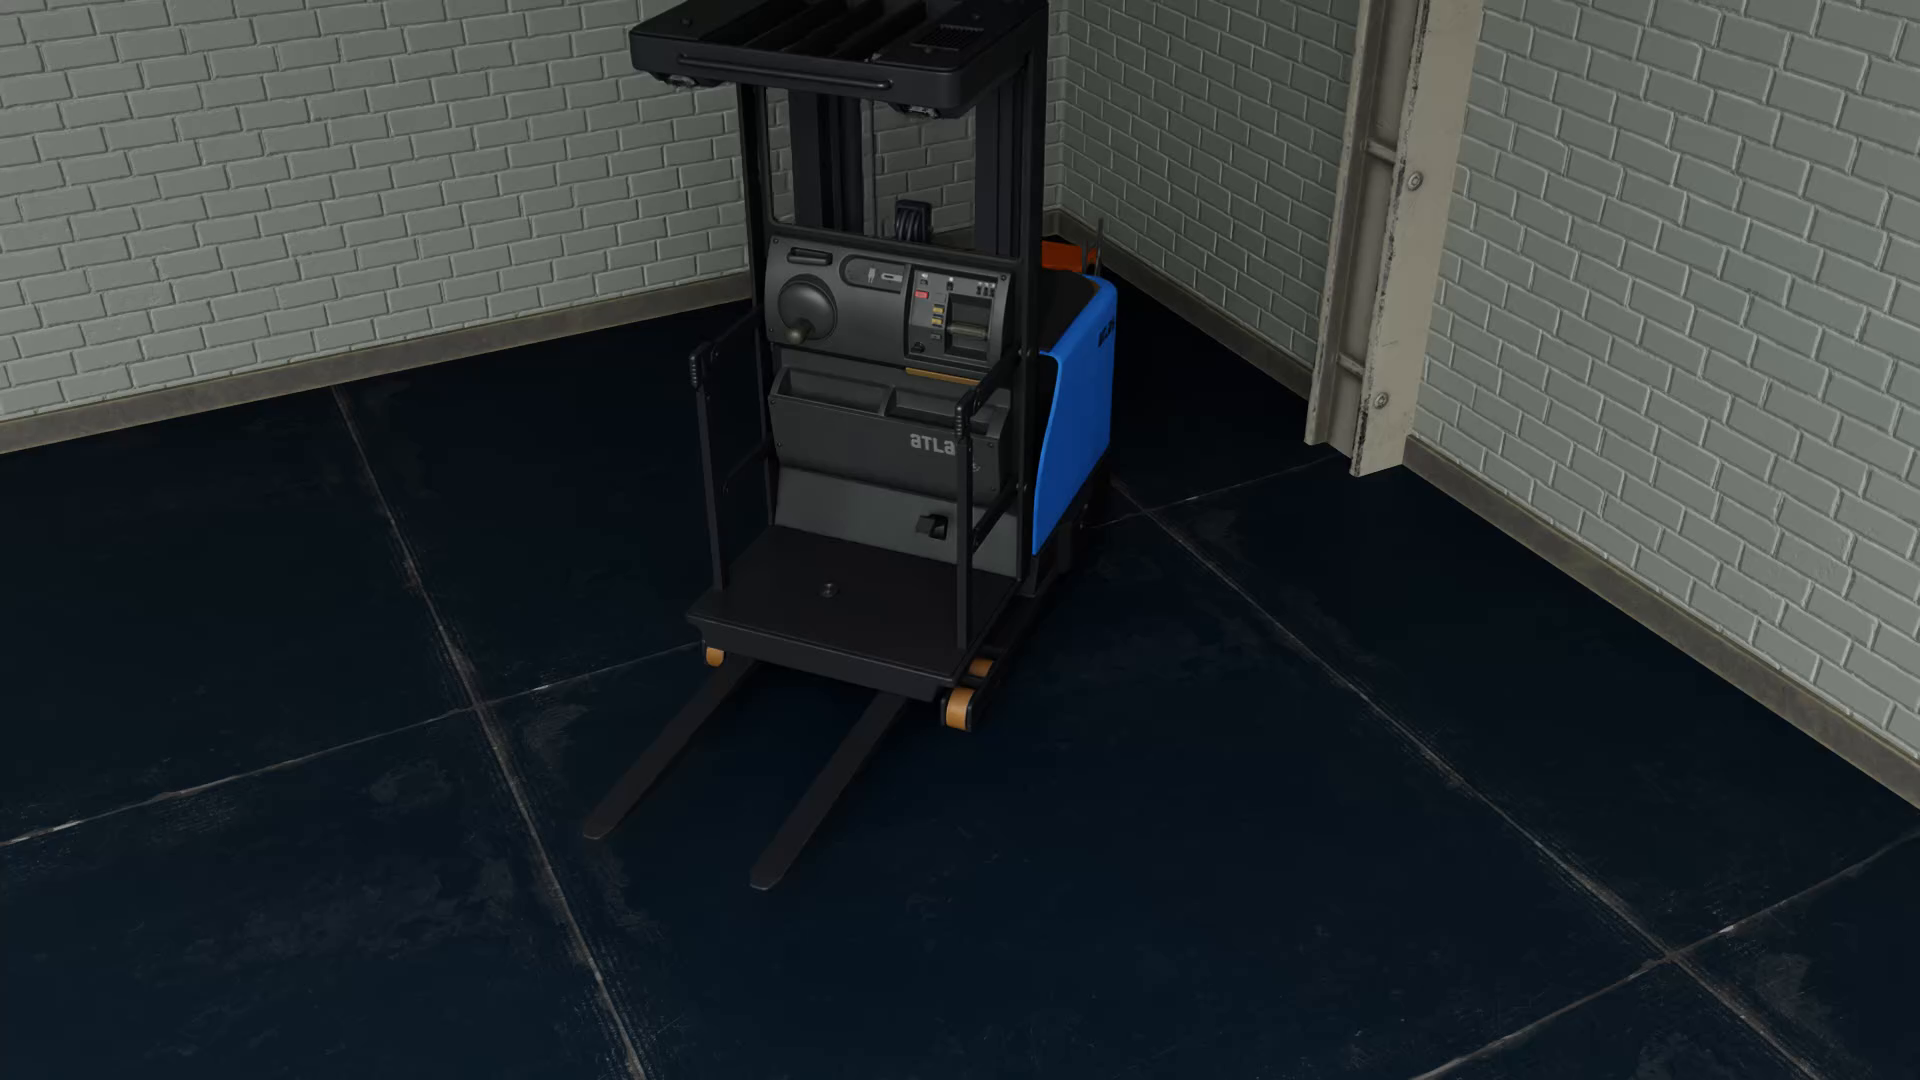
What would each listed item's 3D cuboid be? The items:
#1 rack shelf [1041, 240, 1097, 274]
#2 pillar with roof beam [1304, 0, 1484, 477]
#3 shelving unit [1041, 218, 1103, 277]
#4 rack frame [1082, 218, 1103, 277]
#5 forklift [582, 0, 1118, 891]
[{"bbox_3d":[0.343,-1.207,7.294,0.480,0.148,0.258,12,35,18],"label":"rack shelf"},{"bbox_3d":[-1.930,-3.129,3.793,9.100,9.000,0.400,-16,36,-23],"label":"pillar with roof beam"},{"bbox_3d":[0.343,-0.876,7.505,0.503,1.200,0.258,12,35,18],"label":"shelving unit"},{"bbox_3d":[0.569,-0.827,7.429,0.015,1.200,0.240,12,35,18],"label":"rack frame"},{"bbox_3d":[-0.345,-0.787,5.762,1.130,2.935,3.031,12,35,18],"label":"forklift"}]
